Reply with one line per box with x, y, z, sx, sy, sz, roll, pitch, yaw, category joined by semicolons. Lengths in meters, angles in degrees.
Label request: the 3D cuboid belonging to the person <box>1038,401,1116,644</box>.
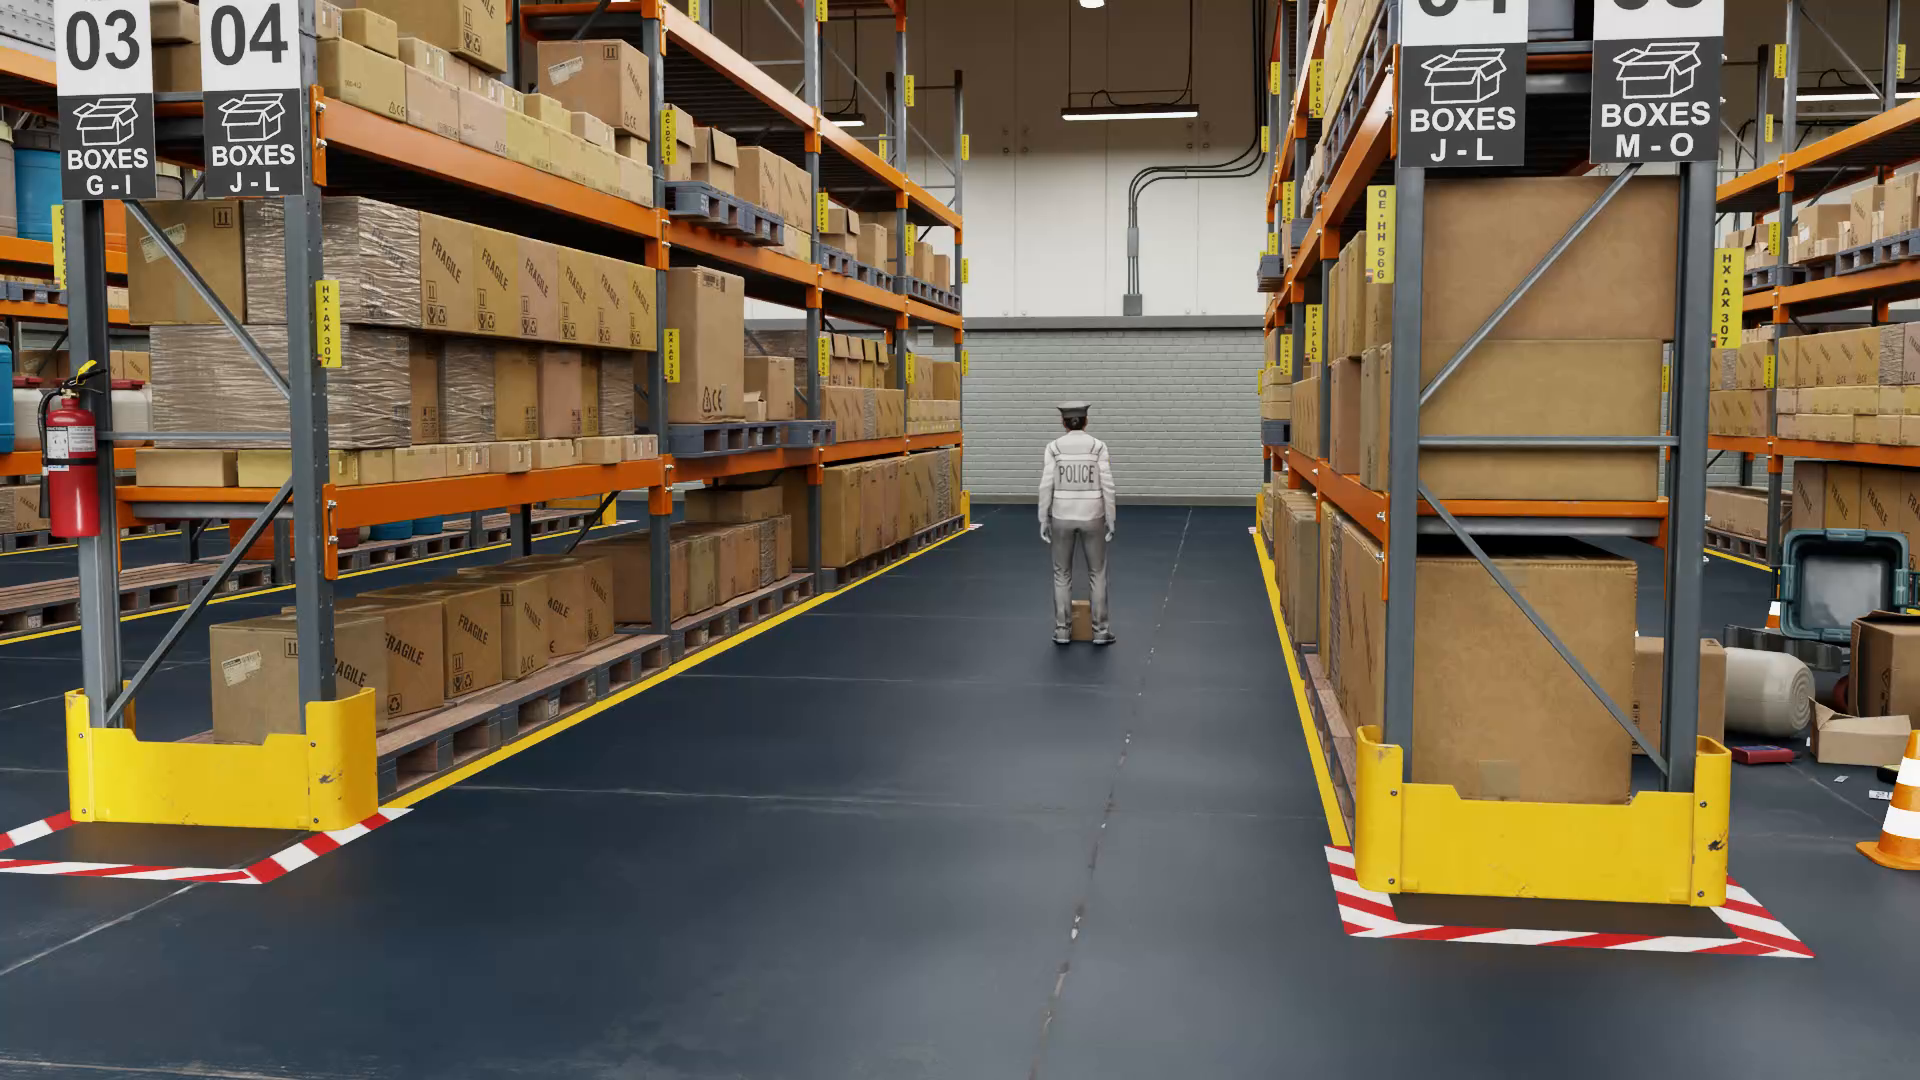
0.803;-0.119;11.376;0.539;1.661;0.374;0;5;5;person
